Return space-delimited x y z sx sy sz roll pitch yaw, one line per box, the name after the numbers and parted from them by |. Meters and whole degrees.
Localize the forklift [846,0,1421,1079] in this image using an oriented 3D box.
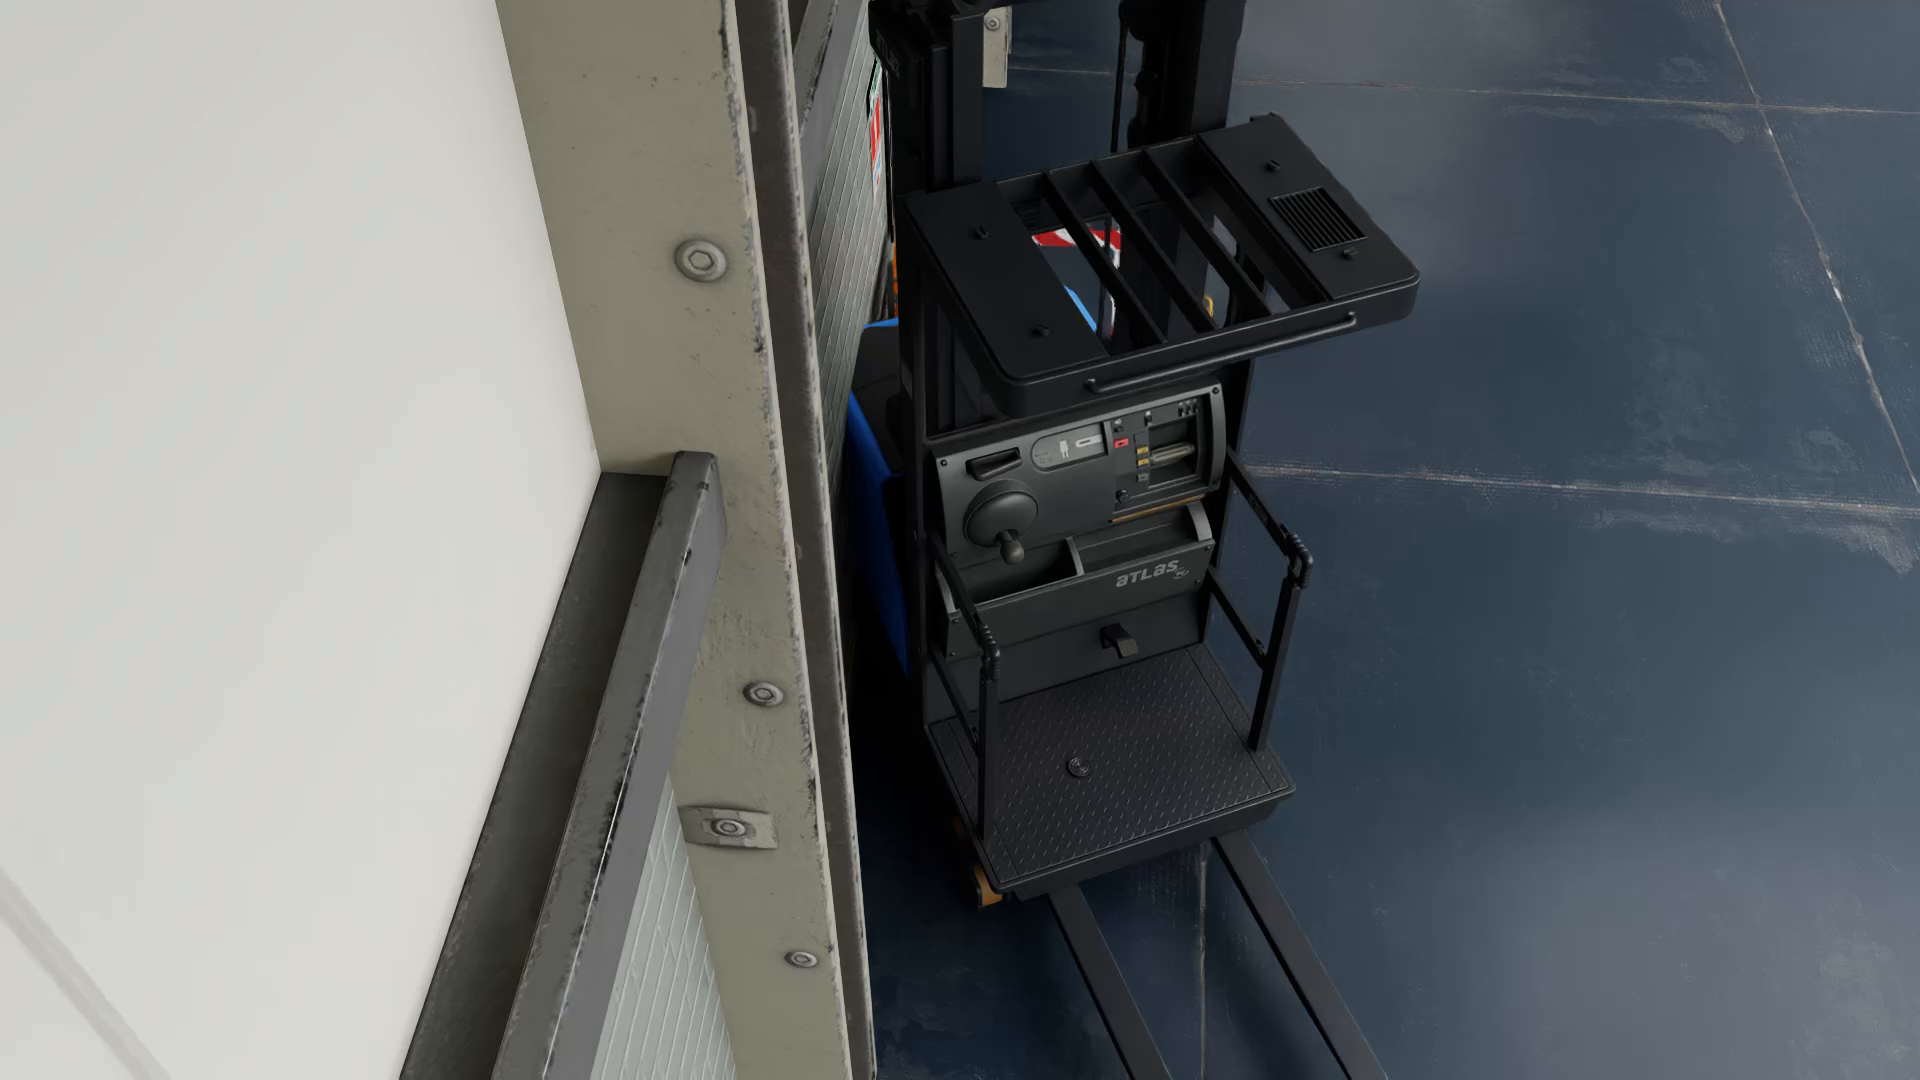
0.451 -0.106 4.886 1.130 2.935 3.031 -16 49 -14 | forklift

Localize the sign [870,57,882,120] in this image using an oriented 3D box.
-0.294 -1.603 5.826 0.001 0.109 0.331 4 48 4 | sign

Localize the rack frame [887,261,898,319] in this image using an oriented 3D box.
-0.146 -0.603 6.514 0.240 1.200 0.015 3 48 2 | rack frame

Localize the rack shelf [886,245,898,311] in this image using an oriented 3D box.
-0.131 -1.048 6.389 0.258 0.148 0.480 3 48 2 | rack shelf

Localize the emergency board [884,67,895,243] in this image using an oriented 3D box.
-0.150 -1.808 6.397 0.194 1.169 0.643 4 48 4 | emergency board

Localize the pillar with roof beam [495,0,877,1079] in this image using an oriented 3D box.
3.854 -0.948 1.545 9.100 9.000 0.400 4 48 4 | pillar with roof beam

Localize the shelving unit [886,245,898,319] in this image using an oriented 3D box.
-0.131 -0.783 6.679 0.258 1.200 0.503 3 48 2 | shelving unit

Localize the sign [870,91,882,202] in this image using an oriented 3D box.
-0.303 -1.421 6.019 0.001 0.329 0.234 4 48 4 | sign

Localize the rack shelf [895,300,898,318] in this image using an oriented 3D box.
-0.131 -0.888 6.563 0.258 0.148 0.480 3 48 2 | rack shelf

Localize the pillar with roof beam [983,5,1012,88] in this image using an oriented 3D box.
4.401 -5.357 5.577 9.100 9.000 0.400 4 48 4 | pillar with roof beam
